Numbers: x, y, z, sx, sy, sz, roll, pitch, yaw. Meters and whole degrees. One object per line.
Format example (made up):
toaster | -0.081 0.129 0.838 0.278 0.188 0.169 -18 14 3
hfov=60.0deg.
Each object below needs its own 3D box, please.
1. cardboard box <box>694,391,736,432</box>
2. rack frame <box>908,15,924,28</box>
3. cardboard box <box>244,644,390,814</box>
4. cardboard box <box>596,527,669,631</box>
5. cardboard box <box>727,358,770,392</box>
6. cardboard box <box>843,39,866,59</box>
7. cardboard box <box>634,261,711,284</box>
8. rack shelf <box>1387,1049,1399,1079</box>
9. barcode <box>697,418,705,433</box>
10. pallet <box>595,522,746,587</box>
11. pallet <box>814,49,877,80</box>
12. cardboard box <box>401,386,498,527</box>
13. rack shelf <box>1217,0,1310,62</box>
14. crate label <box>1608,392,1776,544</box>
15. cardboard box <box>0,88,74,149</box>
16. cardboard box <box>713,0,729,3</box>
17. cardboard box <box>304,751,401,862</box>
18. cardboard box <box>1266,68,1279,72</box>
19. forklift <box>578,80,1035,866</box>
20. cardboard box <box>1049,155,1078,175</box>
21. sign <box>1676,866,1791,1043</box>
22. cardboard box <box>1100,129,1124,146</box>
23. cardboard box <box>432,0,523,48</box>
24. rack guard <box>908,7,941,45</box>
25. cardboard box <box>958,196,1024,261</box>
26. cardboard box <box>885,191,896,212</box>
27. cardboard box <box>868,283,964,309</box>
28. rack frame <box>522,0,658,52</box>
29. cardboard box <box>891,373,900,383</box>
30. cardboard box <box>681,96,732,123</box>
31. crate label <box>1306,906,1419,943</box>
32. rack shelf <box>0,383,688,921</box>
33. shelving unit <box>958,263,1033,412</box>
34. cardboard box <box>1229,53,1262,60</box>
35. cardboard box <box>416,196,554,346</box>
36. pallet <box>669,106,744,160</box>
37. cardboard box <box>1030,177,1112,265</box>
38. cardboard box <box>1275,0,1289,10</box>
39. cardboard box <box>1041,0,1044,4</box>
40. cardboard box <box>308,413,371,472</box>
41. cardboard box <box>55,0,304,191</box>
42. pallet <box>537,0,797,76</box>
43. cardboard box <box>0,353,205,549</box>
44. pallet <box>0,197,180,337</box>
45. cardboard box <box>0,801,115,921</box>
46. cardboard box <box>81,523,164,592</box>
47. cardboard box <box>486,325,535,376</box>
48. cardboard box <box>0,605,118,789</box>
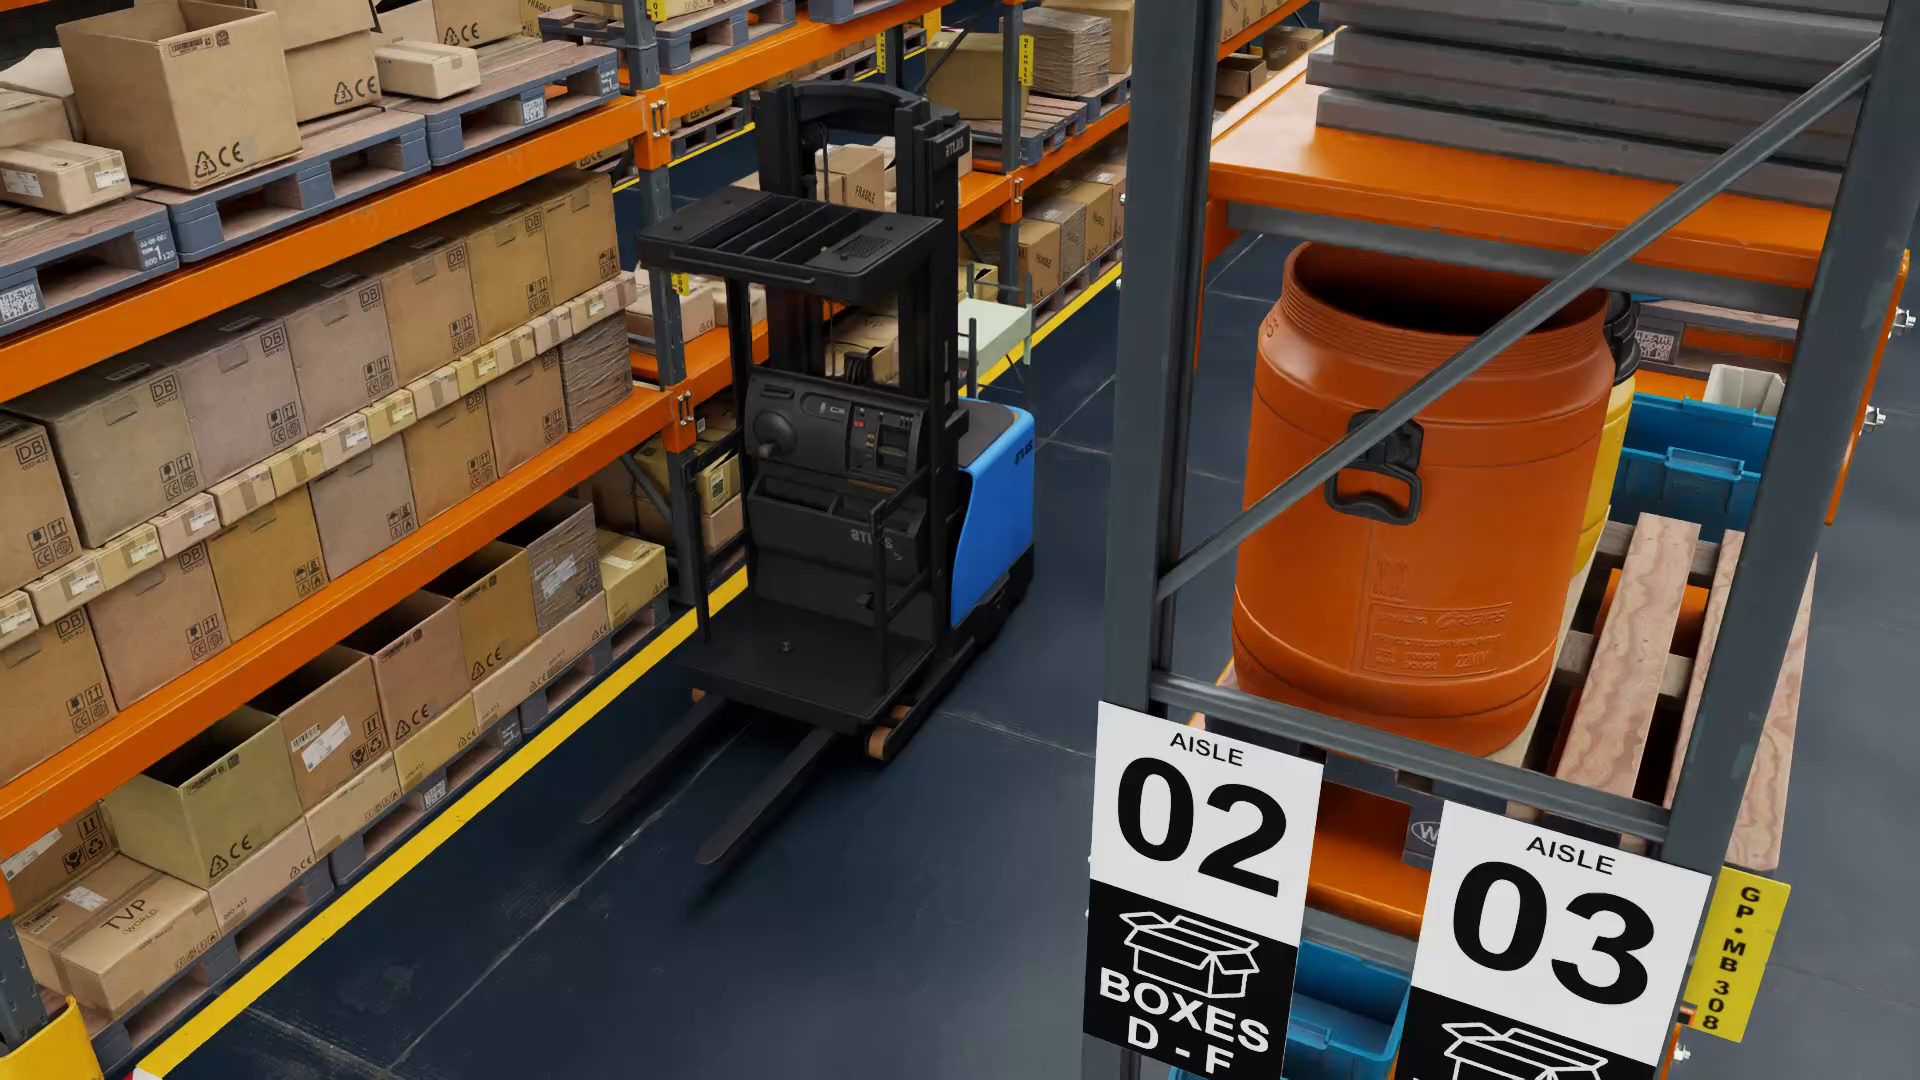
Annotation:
cardboard box | -1.231 -0.653 9.651 0.500 0.311 0.500 14 33 23
rack frame | -0.819 -7.515 19.824 1.000 3.000 0.127 14 33 23
cardboard box | -2.811 0.752 7.015 0.500 0.500 0.500 14 33 23
cardboard box | -1.891 0.193 8.742 0.500 0.250 0.500 14 33 23
cardboard box | -1.484 -1.003 10.261 0.500 0.311 0.500 14 33 23
cardboard box | -1.505 -5.835 18.987 0.700 0.500 0.500 13 32 22
cardboard box | -1.637 -1.446 9.391 0.396 0.266 0.258 13 33 22
rack shelf | 1.623 1.251 5.281 1.077 0.370 4.000 14 33 23
barcode | -1.387 -0.614 8.912 0.001 0.075 0.075 14 33 23
pallet | -1.573 -0.199 9.884 1.003 0.211 1.213 14 33 23
pallet | -1.670 -5.394 18.932 1.003 0.211 1.213 14 33 23
cardboard box | -2.537 -0.461 7.440 0.700 0.500 0.500 15 33 24
rack shelf | 2.681 -5.194 16.505 1.077 0.370 4.000 14 33 23
crate label | 1.858 -0.165 4.163 0.502 0.251 0.408 14 33 23
cardboard box | -3.406 -1.348 5.662 0.500 0.250 0.500 14 33 23
cardboard box | -1.337 -3.006 8.689 0.500 0.250 0.500 11 32 19
cardboard box | -2.801 1.080 7.197 0.500 0.250 0.500 14 33 23
cardboard box | 3.300 -4.898 17.671 0.380 0.166 0.250 14 33 23
forklift | -0.689 -0.471 7.626 1.130 2.935 3.031 14 33 22
cardboard box | 0.650 -3.226 13.671 0.500 0.250 0.500 14 33 22
sign | 1.199 0.648 2.588 0.100 0.325 0.005 14 33 23
cardboard box | 1.100 -3.328 14.601 0.500 0.500 0.500 15 33 24
cardboard box | -2.338 -2.496 7.410 0.500 0.500 0.500 17 34 27
rack guard | -0.808 -6.441 20.465 1.175 0.500 0.348 14 33 23
cardboard box | 0.165 -2.421 13.021 0.500 0.500 0.500 16 33 25
cardboard box | -0.583 -2.159 10.750 0.380 0.149 0.250 17 34 27
cardboard box | -0.302 -1.559 11.229 0.500 0.311 0.500 14 33 23
rack frame | -1.874 -3.674 7.112 1.000 3.000 0.127 14 33 23
cardboard box | -0.538 -1.095 10.985 0.500 0.250 0.500 15 33 24
cardboard box | -2.822 -4.674 16.613 0.750 0.750 0.750 15 33 24
crate label | 1.309 0.933 5.077 0.502 0.435 0.616 14 33 23
rack shelf | -2.785 0.126 7.241 1.077 0.370 4.000 14 33 23
shelving unit | 0.063 -0.722 9.501 0.431 1.500 0.755 14 33 22
cardboard box | 3.096 -5.239 18.282 0.380 0.149 0.250 14 33 23
cardboard box | -2.300 -1.256 7.522 0.700 0.500 0.500 14 33 23
pallet | -2.926 -4.173 16.805 1.003 0.211 1.213 14 33 23
cardboard box | 0.876 -2.544 13.237 0.500 0.500 0.500 14 33 23
cardboard box | 2.936 -5.501 16.218 0.500 0.500 0.500 14 33 23
cardboard box | 1.099 -4.366 13.819 0.700 0.500 0.500 20 35 31
cardboard box | -2.625 -0.430 6.736 0.380 0.149 0.250 15 33 24
cardboard box | -2.696 -1.561 5.781 0.500 0.500 0.500 14 33 23
pallet | -1.484 -2.684 8.592 0.805 0.209 1.217 13 32 21
cardboard box | -3.213 -0.367 5.974 0.700 0.500 0.500 13 32 22
pallet | -3.351 -0.869 5.328 1.003 0.211 1.213 14 33 23
cardboard box | -3.717 1.080 6.443 0.500 0.500 0.500 14 33 23
cardboard box | -3.093 0.023 5.946 0.380 0.149 0.250 14 33 23
cardboard box | -2.157 -0.886 7.528 0.380 0.149 0.250 14 33 23
cardboard box | -3.472 0.453 5.848 0.700 0.500 0.500 14 33 23
